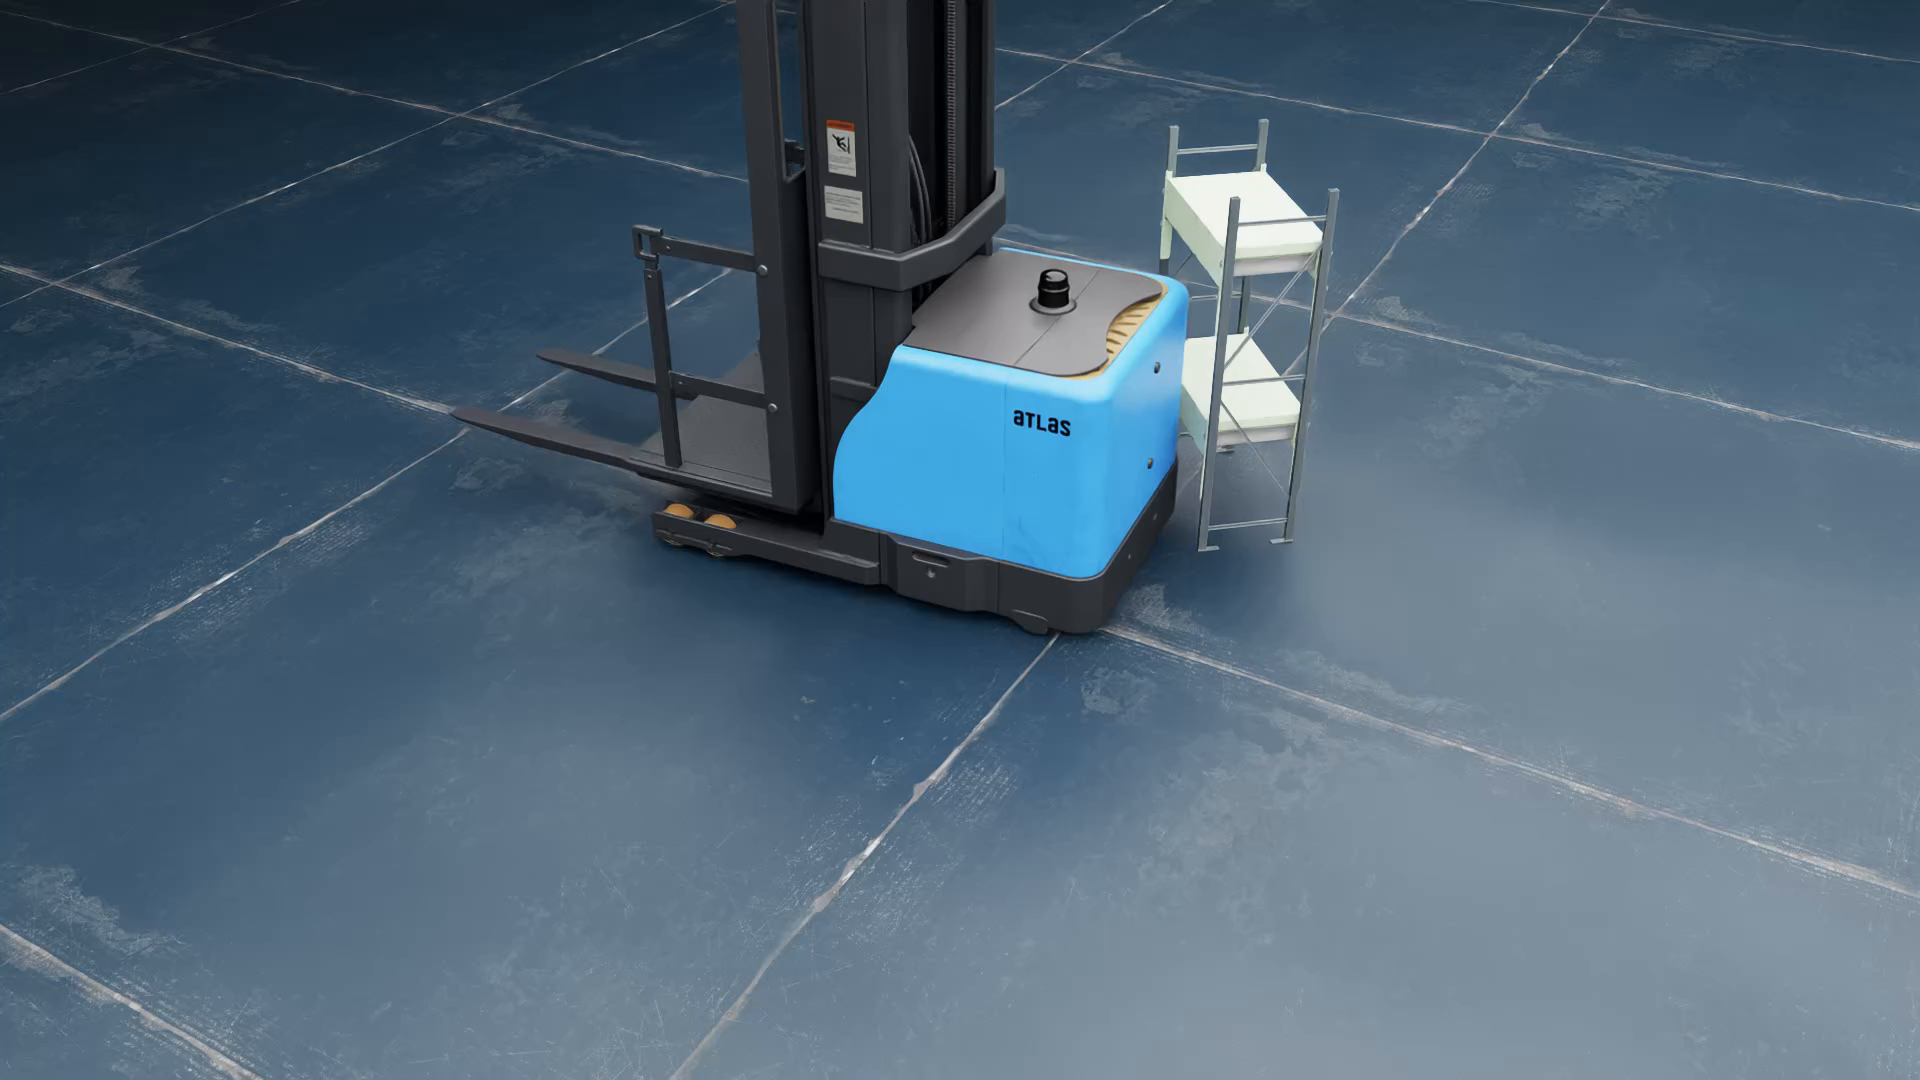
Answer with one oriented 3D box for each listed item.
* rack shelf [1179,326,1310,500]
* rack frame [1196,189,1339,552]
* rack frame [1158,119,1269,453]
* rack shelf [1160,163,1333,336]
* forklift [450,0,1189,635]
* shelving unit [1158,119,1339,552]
[{"bbox_3d":[1.080,-0.529,6.780,0.431,0.370,0.720,-6,34,-9],"label":"rack shelf"},{"bbox_3d":[1.150,-0.601,6.300,0.400,1.500,0.023,-6,34,-9],"label":"rack frame"},{"bbox_3d":[1.010,-1.000,6.898,0.400,1.500,0.023,-6,34,-9],"label":"rack frame"},{"bbox_3d":[1.080,-1.125,6.383,0.431,0.370,0.720,-6,34,-9],"label":"rack shelf"},{"bbox_3d":[-0.681,-1.405,6.215,3.031,2.935,1.130,14,36,20],"label":"forklift"},{"bbox_3d":[1.080,-0.800,6.599,0.431,1.500,0.755,-6,34,-9],"label":"shelving unit"}]
